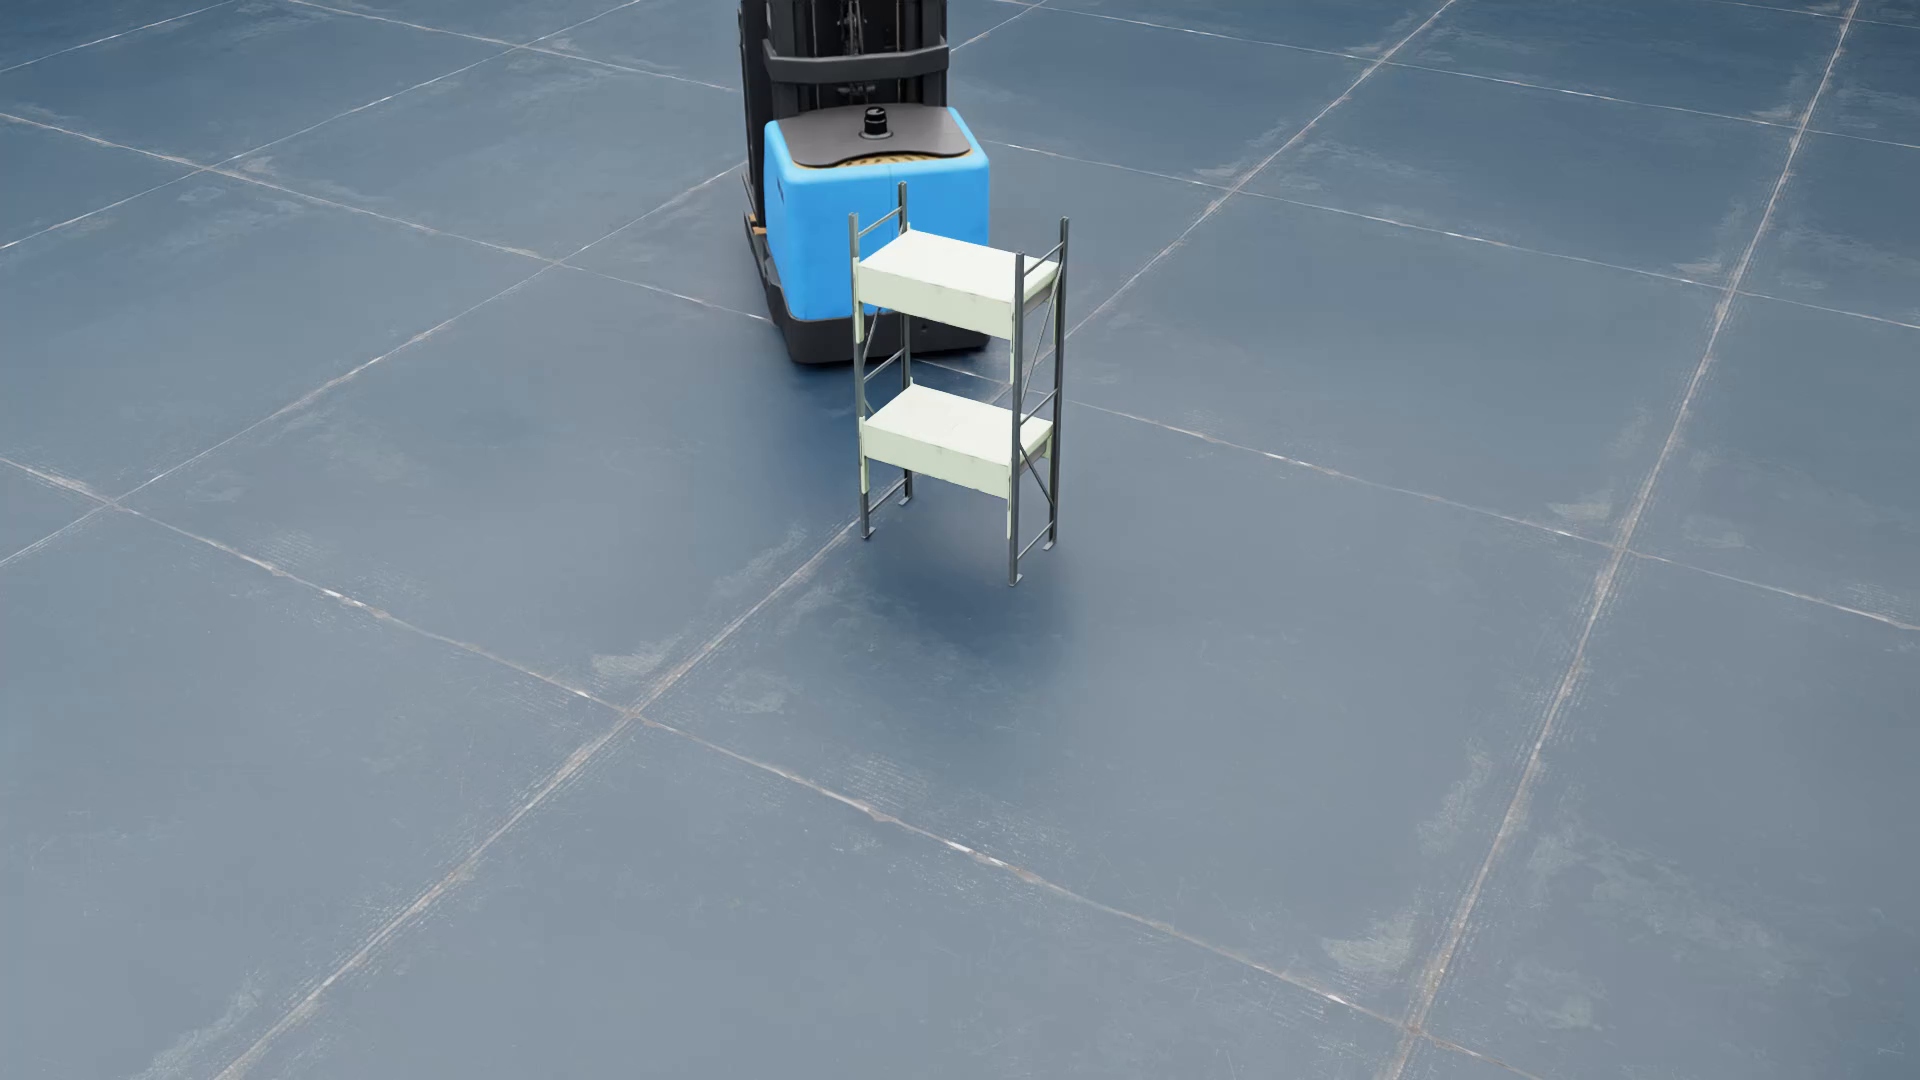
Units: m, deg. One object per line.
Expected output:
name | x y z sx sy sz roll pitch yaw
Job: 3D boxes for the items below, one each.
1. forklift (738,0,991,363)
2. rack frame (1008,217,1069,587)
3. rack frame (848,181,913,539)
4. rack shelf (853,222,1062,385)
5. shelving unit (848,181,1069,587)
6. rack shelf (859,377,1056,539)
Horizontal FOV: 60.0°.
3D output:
forklift | -0.667 -2.929 9.005 1.130 2.935 3.031 -7 34 -11
rack frame | 0.312 -0.525 6.686 0.023 1.500 0.400 18 37 24
rack frame | -0.324 -0.727 6.988 0.023 1.500 0.400 18 37 24
rack shelf | -0.006 -0.951 6.621 0.720 0.370 0.431 18 37 24
shelving unit | -0.006 -0.626 6.837 0.755 1.500 0.431 18 37 24
rack shelf | -0.006 -0.355 7.018 0.720 0.370 0.431 18 37 24
